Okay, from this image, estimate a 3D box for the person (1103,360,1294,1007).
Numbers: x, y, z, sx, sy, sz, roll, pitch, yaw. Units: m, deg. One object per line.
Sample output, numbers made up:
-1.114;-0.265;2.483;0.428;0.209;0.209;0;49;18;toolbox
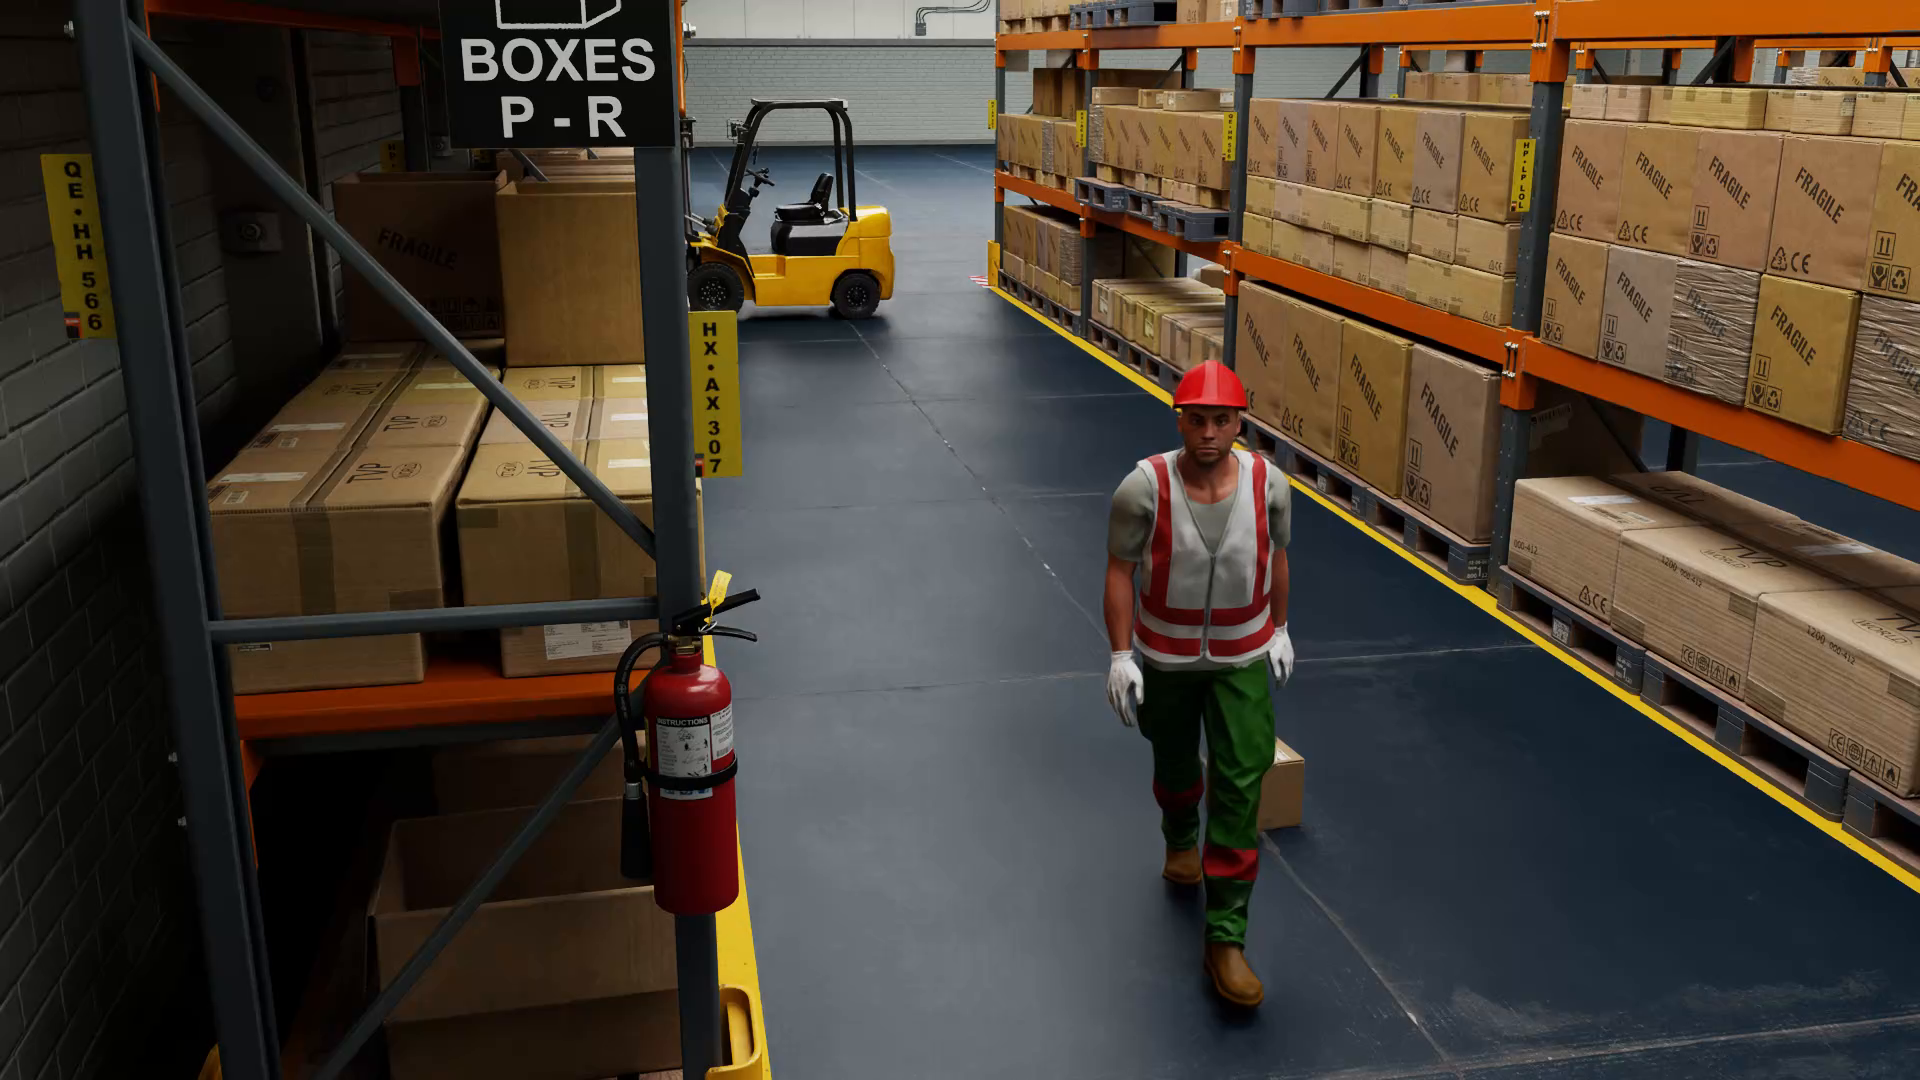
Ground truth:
0.696;0.334;4.798;0.571;1.724;0.981;2;16;6;person
